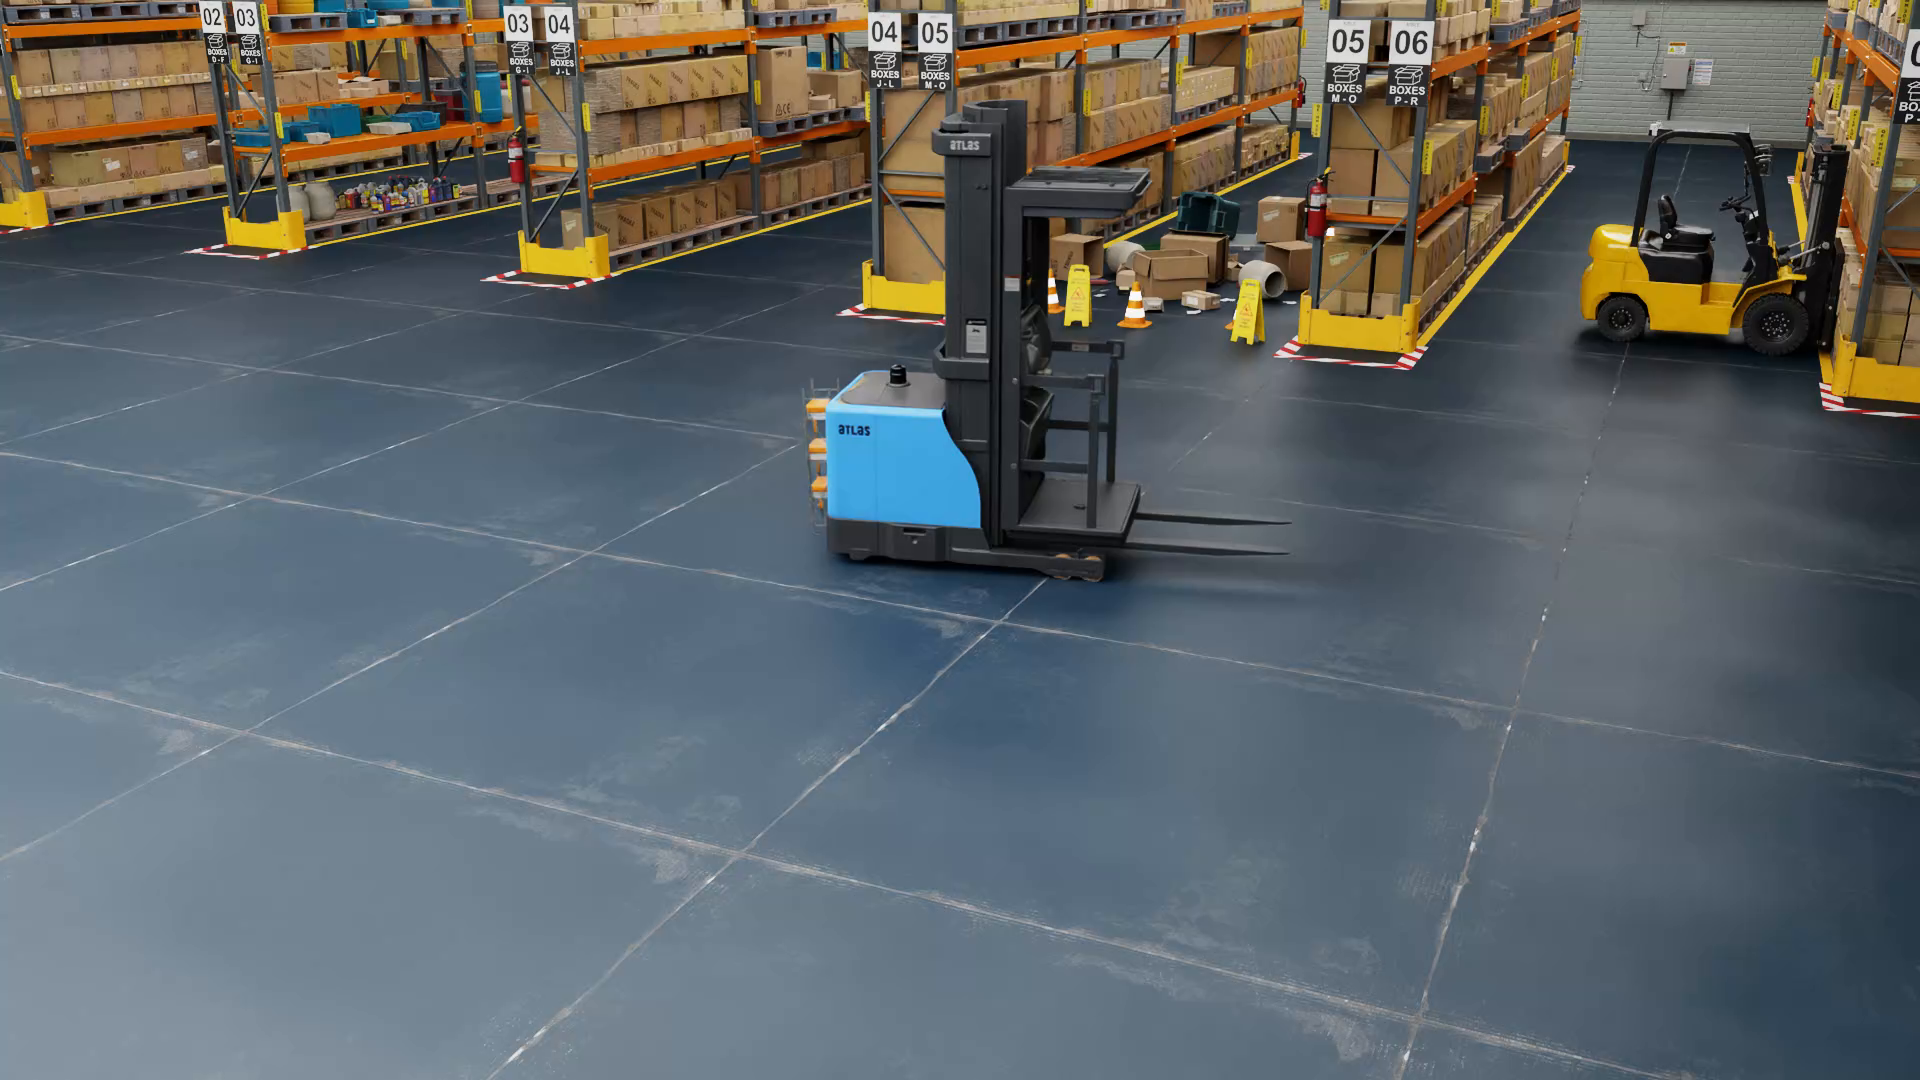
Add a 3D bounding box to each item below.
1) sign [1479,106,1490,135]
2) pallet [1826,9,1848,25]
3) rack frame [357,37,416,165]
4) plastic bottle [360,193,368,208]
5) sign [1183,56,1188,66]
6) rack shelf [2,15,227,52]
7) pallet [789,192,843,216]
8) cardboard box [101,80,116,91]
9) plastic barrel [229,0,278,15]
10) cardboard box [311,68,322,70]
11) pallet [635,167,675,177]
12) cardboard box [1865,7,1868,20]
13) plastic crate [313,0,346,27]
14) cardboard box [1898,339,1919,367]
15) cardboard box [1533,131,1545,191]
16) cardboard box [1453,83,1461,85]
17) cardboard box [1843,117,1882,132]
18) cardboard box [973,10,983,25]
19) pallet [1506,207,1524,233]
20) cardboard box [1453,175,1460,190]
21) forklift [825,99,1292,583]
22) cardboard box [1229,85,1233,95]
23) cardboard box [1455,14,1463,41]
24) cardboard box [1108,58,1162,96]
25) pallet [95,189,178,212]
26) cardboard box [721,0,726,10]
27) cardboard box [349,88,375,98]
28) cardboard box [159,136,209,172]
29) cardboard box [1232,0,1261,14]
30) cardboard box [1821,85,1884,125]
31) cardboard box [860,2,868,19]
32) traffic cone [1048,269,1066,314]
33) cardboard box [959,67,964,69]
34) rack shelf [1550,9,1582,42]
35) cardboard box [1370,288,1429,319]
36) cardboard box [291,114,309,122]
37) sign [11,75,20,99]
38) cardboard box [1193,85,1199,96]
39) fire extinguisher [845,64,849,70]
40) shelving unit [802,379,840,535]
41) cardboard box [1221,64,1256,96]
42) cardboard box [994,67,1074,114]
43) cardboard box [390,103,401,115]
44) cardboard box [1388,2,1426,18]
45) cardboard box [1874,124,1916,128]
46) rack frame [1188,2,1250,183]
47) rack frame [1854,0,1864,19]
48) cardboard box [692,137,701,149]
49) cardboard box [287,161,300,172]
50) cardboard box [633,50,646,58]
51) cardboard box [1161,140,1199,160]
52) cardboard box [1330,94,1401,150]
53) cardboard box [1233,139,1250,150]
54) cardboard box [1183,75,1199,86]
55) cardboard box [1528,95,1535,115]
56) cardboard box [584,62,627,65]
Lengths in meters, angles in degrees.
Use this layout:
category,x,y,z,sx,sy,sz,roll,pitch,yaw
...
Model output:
category,x,y,z,sx,sy,sz,roll,pitch,yaw
sign,6.184,-4.952,19.626,0.100,0.325,0.005,9,21,23
pallet,13.161,-7.517,23.934,1.213,0.211,1.003,9,21,23
rack frame,-10.753,-8.560,31.061,1.000,3.000,0.127,9,21,23
plastic bottle,-8.853,-5.048,24.706,0.097,0.201,0.097,0,20,0
sign,3.907,-8.191,28.731,0.100,0.325,0.005,9,21,23
rack shelf,-13.210,-7.800,25.521,1.077,0.370,4.000,9,21,23
pallet,-2.539,-5.275,25.987,1.003,0.211,1.213,9,21,23
cardboard box,-13.146,-6.951,25.421,0.380,0.149,0.250,8,21,22
plastic barrel,-9.428,-7.413,22.092,0.600,0.830,0.708,9,21,23
cardboard box,-13.799,-9.968,35.365,0.380,0.149,0.250,9,21,23
pallet,-5.951,-6.812,30.307,1.003,0.211,1.213,9,21,23
cardboard box,10.705,-6.090,19.239,0.380,0.149,0.250,8,21,22
plastic crate,-9.005,-7.463,23.525,0.392,0.384,0.575,9,21,23
cardboard box,8.958,-1.740,15.361,0.500,0.250,0.500,9,21,23
cardboard box,8.781,-6.059,26.572,0.875,0.875,0.875,9,22,24
cardboard box,6.511,-5.795,22.068,0.500,0.500,0.500,9,21,24
cardboard box,10.688,-4.911,19.683,0.380,0.149,0.250,8,21,21
cardboard box,0.028,-5.721,18.201,0.380,0.149,0.250,9,21,23
pallet,7.716,-4.756,24.528,1.003,0.211,1.213,9,21,23
cardboard box,5.420,-4.047,18.747,0.380,0.149,0.250,8,21,22
forklift,0.682,-1.302,10.755,3.031,2.935,1.130,4,20,11
cardboard box,4.423,-7.641,28.227,0.380,0.149,0.250,8,21,21
cardboard box,4.901,-5.308,17.220,0.500,0.250,0.500,9,22,24
cardboard box,2.574,-6.870,24.669,0.700,0.500,0.500,8,21,22
pallet,-13.253,-5.411,26.370,1.003,0.211,1.213,9,21,23
cardboard box,-3.417,-7.299,22.668,0.380,0.149,0.250,9,21,23
cardboard box,-10.869,-8.128,30.223,0.380,0.149,0.250,9,21,23
cardboard box,-12.597,-6.270,26.979,0.500,0.500,0.500,9,21,23
cardboard box,4.835,-9.158,28.492,0.500,0.250,0.500,10,22,25
cardboard box,12.557,-6.112,23.402,0.700,0.500,0.500,8,21,22
cardboard box,-1.688,-8.363,26.255,0.500,0.250,0.500,9,21,23
traffic cone,1.004,-2.814,18.692,0.336,0.463,0.334,9,21,23
cardboard box,-0.333,-8.745,29.937,0.797,0.503,0.637,8,21,21
rack shelf,9.781,-8.748,28.187,1.077,0.370,4.000,9,21,23
cardboard box,4.631,-2.505,17.512,0.500,0.250,0.500,8,21,22
cardboard box,-14.145,-9.157,35.323,0.750,0.750,0.750,9,22,24
sign,-13.525,-6.481,23.807,0.100,0.325,0.005,9,21,23
cardboard box,3.569,-7.146,26.390,0.380,0.149,0.250,9,21,23
fire extinguisher,-2.483,-10.096,36.053,0.296,0.674,0.183,9,21,23
shelving unit,-0.926,-0.572,11.495,0.215,1.050,0.252,1,19,10
cardboard box,4.838,-8.015,28.935,0.500,0.500,0.500,8,21,22
cardboard box,0.947,-5.736,21.287,0.875,0.550,0.550,9,21,23
cardboard box,-13.027,-9.849,37.789,0.700,0.500,0.500,8,21,22
cardboard box,4.380,-5.145,16.168,0.380,0.149,0.250,8,21,22
cardboard box,9.806,-4.278,17.460,0.380,0.149,0.250,9,21,24
rack frame,4.405,-7.711,28.673,1.000,3.000,0.127,9,21,23
rack frame,11.854,-7.986,20.495,1.000,3.000,0.127,9,21,23
cardboard box,-3.732,-5.377,22.486,0.380,0.149,0.250,9,21,23
cardboard box,-11.789,-6.485,28.703,0.500,0.250,0.500,9,22,24
cardboard box,-7.412,-10.878,37.431,0.500,0.500,0.500,9,22,24
cardboard box,3.478,-6.194,26.393,0.500,0.250,0.500,8,21,22
cardboard box,4.058,-4.238,16.825,0.700,0.500,0.500,8,21,21
cardboard box,4.902,-6.998,29.411,0.380,0.149,0.250,10,22,25
cardboard box,3.563,-7.283,26.331,0.380,0.149,0.250,10,22,25
cardboard box,8.185,-6.434,24.561,0.500,0.250,0.500,8,21,22
cardboard box,-4.586,-5.920,21.554,0.500,0.500,0.500,9,21,23
